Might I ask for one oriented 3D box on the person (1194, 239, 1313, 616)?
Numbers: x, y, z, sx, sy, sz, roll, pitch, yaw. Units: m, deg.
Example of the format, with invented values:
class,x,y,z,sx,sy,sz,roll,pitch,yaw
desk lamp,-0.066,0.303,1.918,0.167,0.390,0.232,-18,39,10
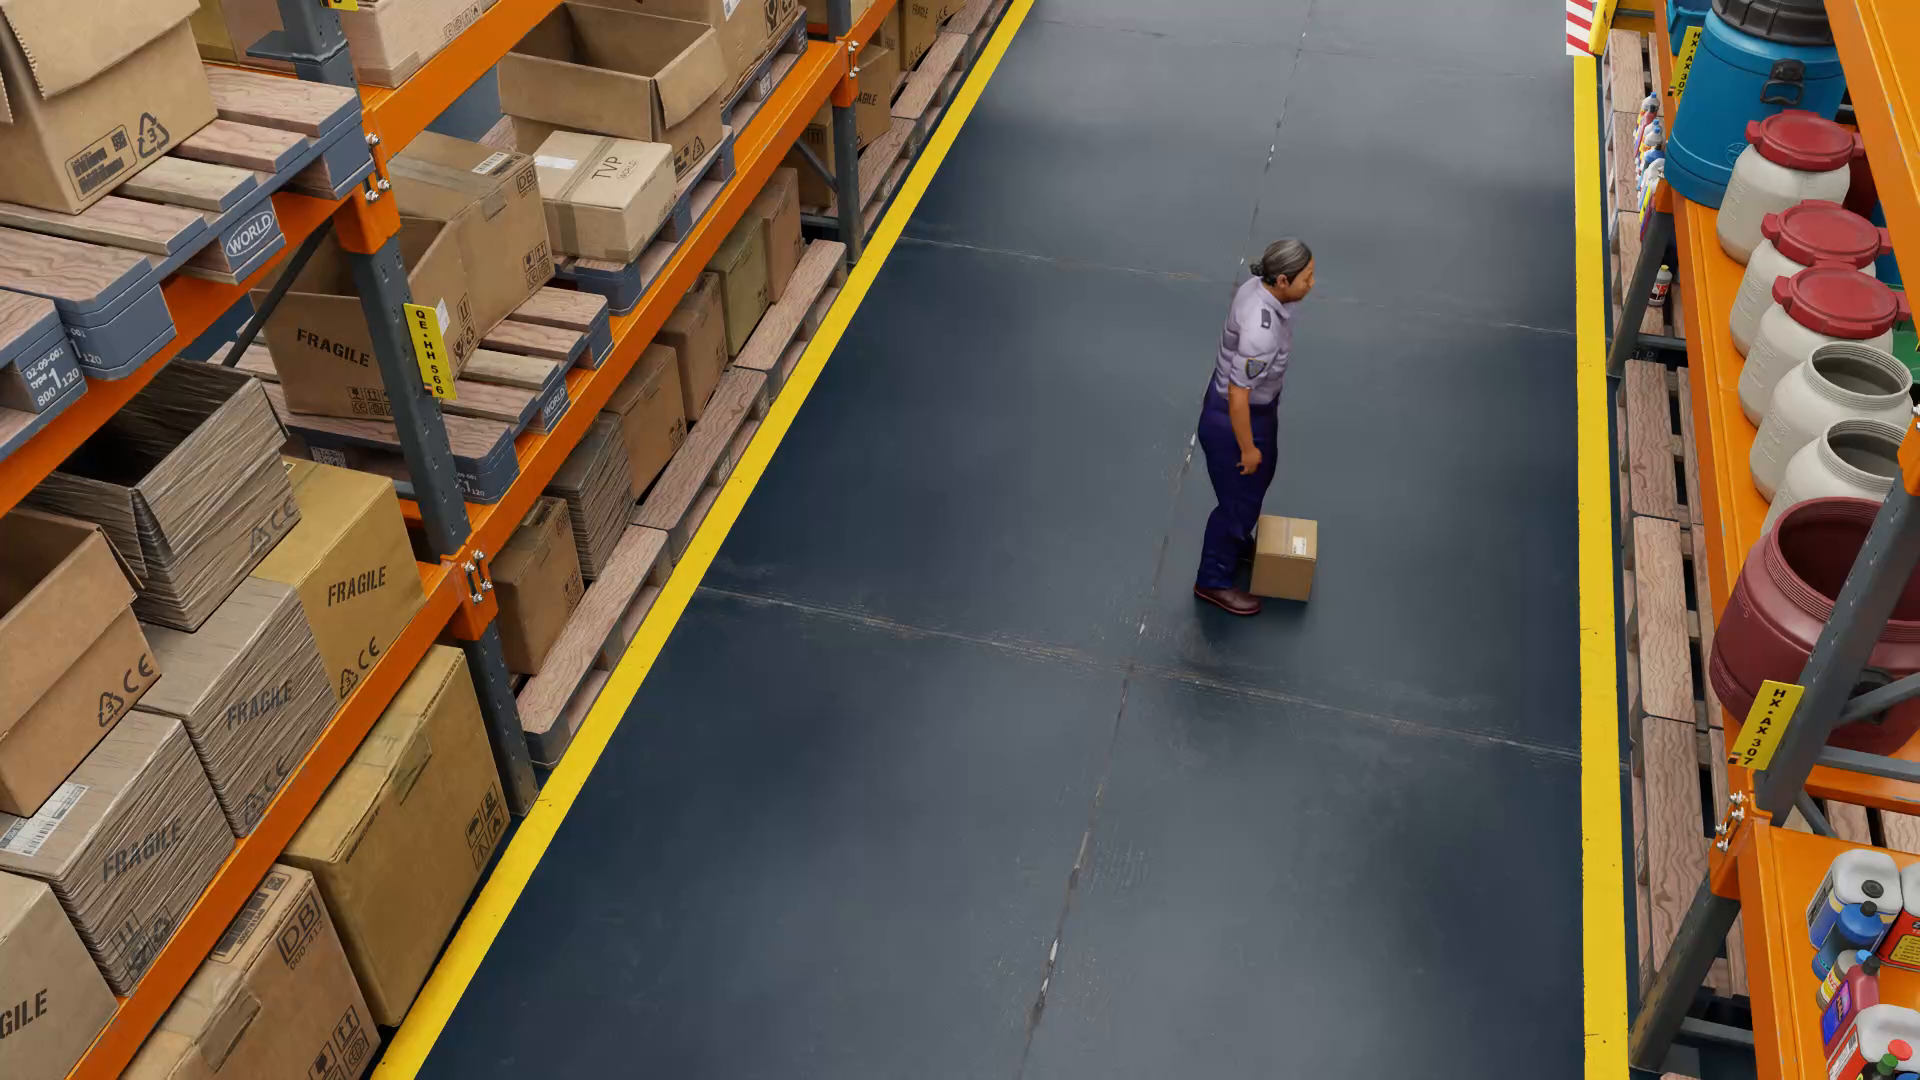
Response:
class,x,y,z,sx,sy,sz,roll,pitch,yaw
person,1.178,-0.482,6.713,0.412,1.652,0.539,10,42,12
